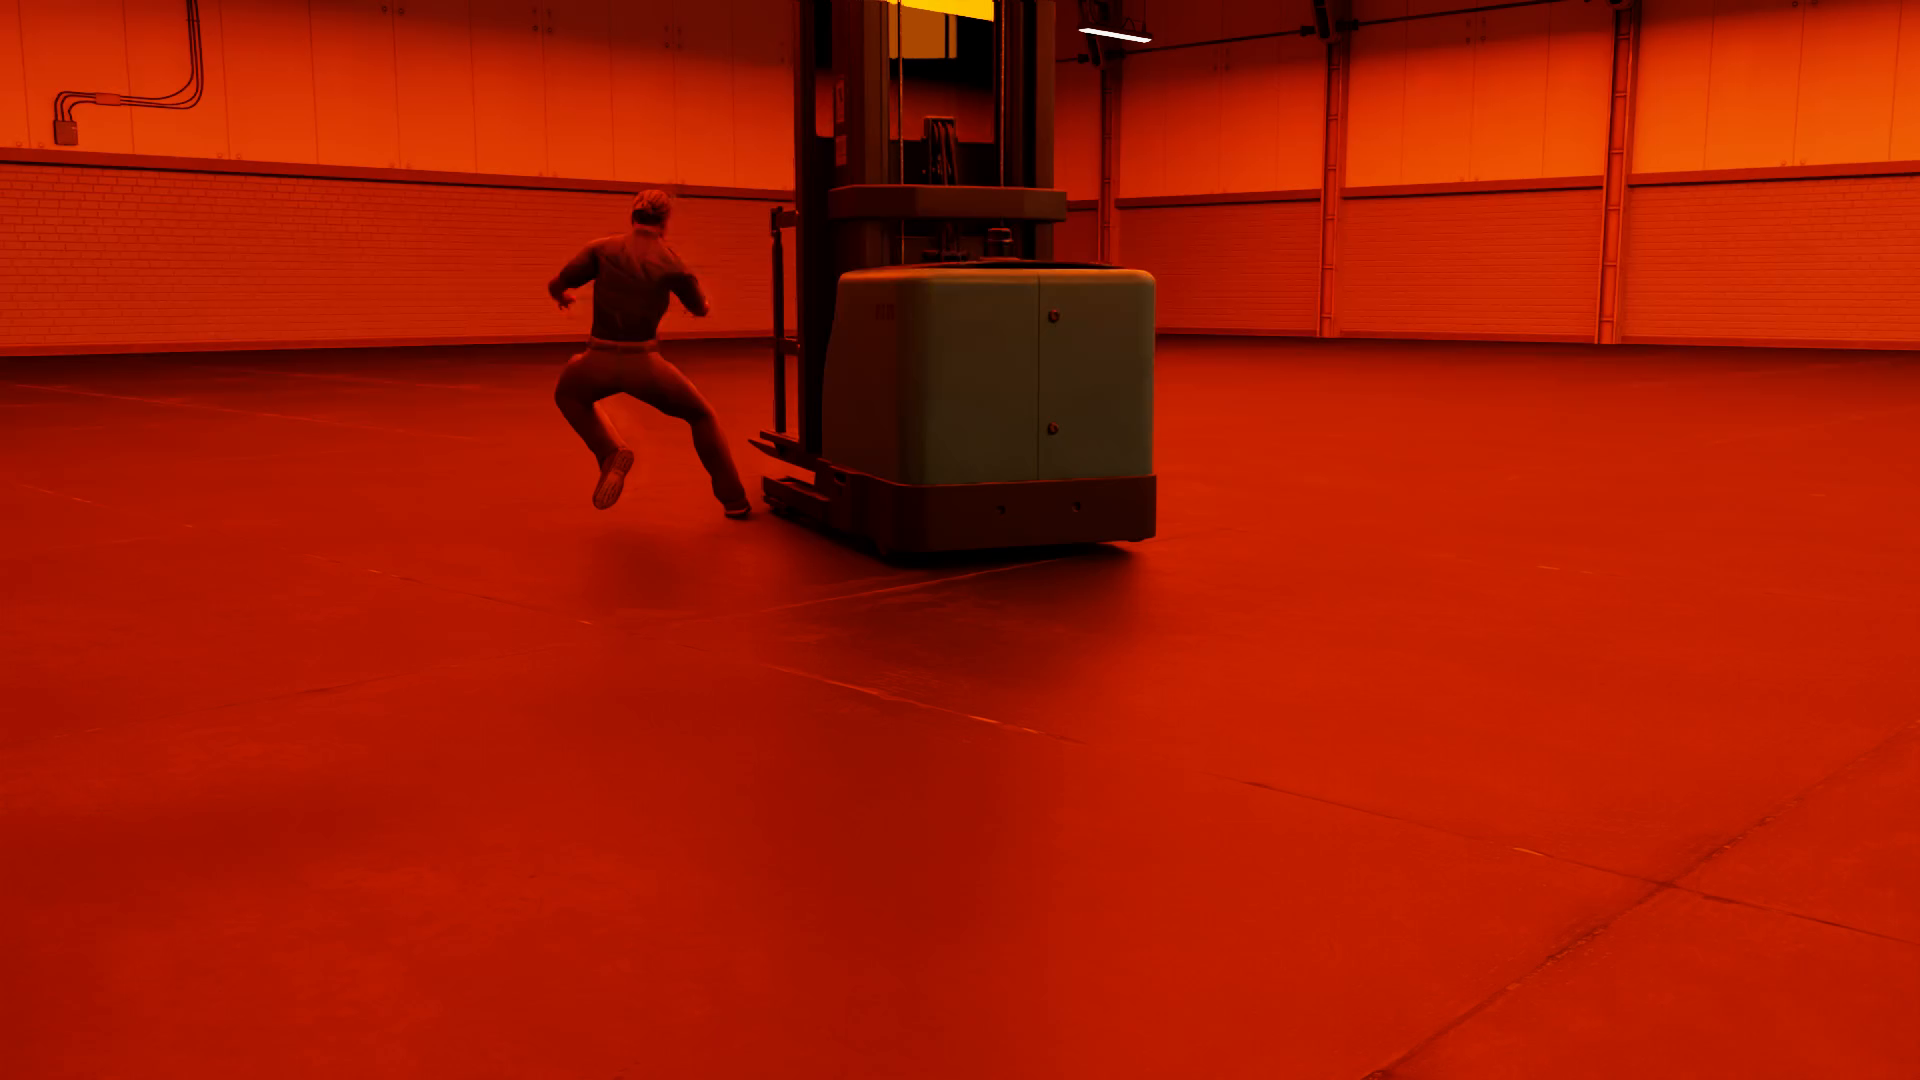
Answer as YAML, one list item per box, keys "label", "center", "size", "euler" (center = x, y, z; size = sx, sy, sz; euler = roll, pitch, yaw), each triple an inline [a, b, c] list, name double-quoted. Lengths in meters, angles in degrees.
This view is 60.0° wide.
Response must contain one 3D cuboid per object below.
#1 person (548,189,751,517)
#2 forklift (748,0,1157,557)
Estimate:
- label: "person"
  center: [-1.377, -0.817, 7.333]
  size: [0.863, 1.413, 0.735]
  euler: [0, 9, 0]
- label: "forklift"
  center: [-0.255, -1.568, 7.288]
  size: [1.130, 2.935, 3.031]
  euler: [-3, 9, -21]
